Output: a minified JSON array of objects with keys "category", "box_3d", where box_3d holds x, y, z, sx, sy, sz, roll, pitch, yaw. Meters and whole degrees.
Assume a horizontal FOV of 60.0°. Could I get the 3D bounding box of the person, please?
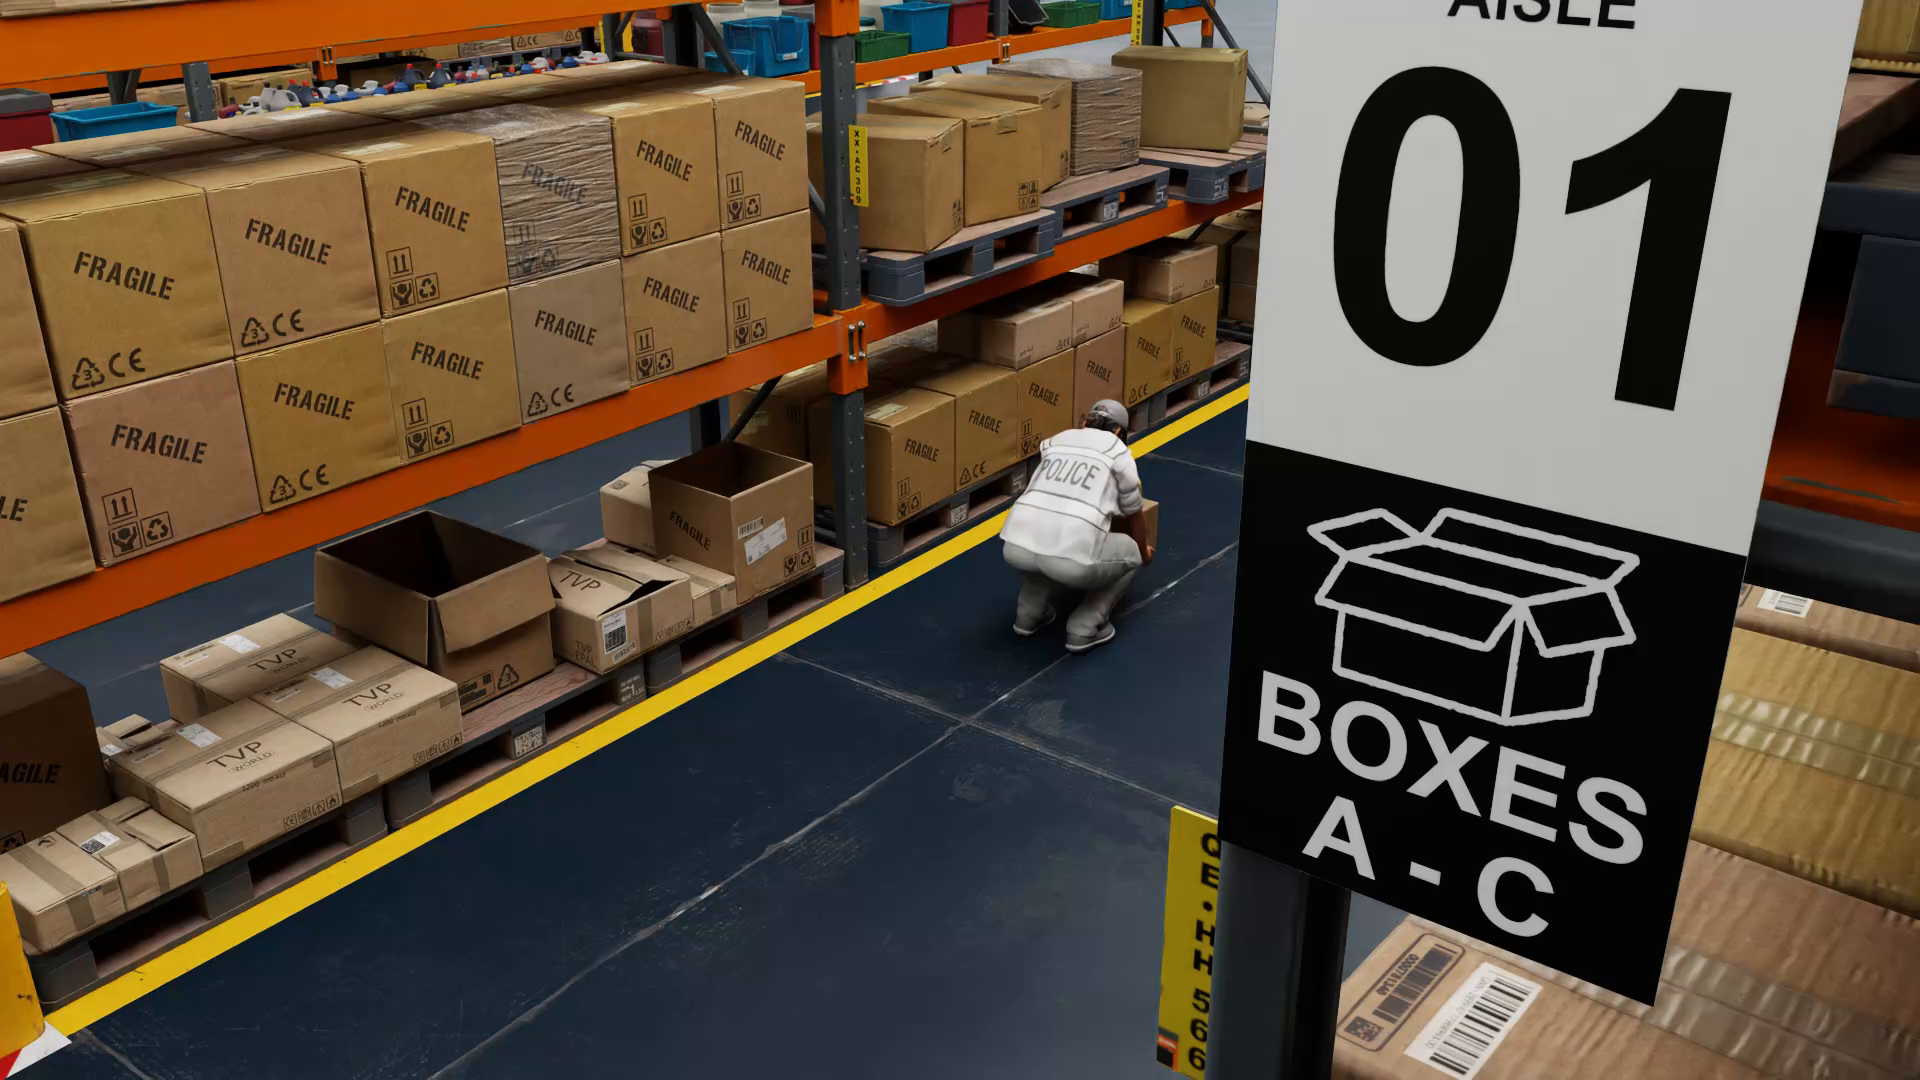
[{"category":"person","box_3d":[0.514,-0.062,7.144,0.507,0.953,0.872,15,28,31]}]
